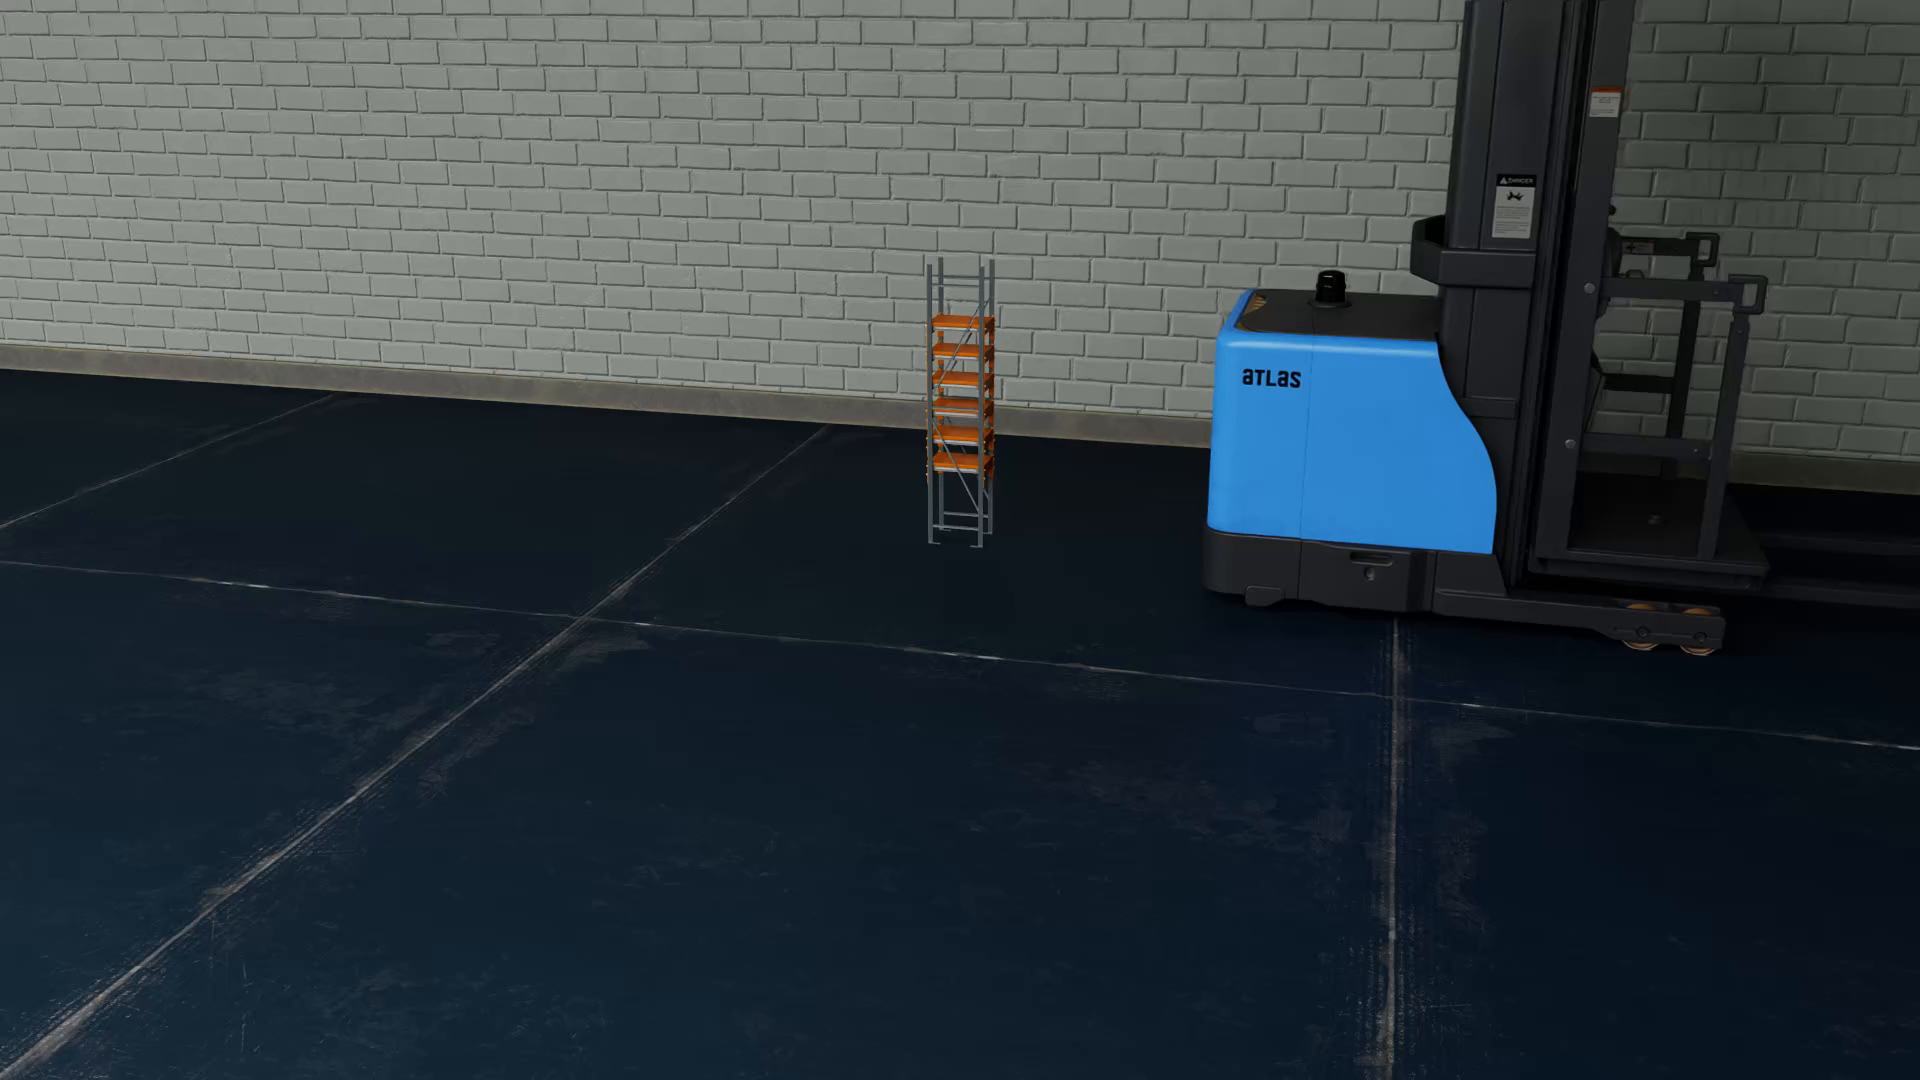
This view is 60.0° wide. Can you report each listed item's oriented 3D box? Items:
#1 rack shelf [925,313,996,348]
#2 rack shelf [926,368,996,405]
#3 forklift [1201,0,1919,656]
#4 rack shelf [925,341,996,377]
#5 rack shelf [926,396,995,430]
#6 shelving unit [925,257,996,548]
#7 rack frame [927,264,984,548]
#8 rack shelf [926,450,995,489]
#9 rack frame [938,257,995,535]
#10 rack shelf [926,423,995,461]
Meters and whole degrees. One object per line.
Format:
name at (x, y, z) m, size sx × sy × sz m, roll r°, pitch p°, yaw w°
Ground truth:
rack shelf at (0.004, -0.871, 6.905) m, size 0.258 × 0.103 × 0.180 m, roll 5°, pitch 19°, yaw 13°
rack shelf at (0.004, -0.644, 6.982) m, size 0.258 × 0.103 × 0.180 m, roll 5°, pitch 19°, yaw 13°
forklift at (2.511, -1.162, 6.056) m, size 3.031 × 2.935 × 1.130 m, roll 5°, pitch 19°, yaw 14°
rack shelf at (0.004, -0.757, 6.944) m, size 0.258 × 0.103 × 0.180 m, roll 5°, pitch 19°, yaw 13°
rack shelf at (0.004, -0.530, 7.021) m, size 0.258 × 0.103 × 0.180 m, roll 5°, pitch 19°, yaw 13°
shelving unit at (0.004, -0.572, 7.007) m, size 0.258 × 1.200 × 0.189 m, roll 5°, pitch 19°, yaw 13°
rack frame at (-0.019, -0.544, 6.923) m, size 0.240 × 1.200 × 0.006 m, roll 5°, pitch 19°, yaw 13°
rack shelf at (0.004, -0.303, 7.099) m, size 0.258 × 0.103 × 0.180 m, roll 5°, pitch 19°, yaw 13°
rack frame at (0.026, -0.601, 7.091) m, size 0.240 × 1.200 × 0.006 m, roll 5°, pitch 19°, yaw 13°
rack shelf at (0.004, -0.417, 7.060) m, size 0.258 × 0.103 × 0.180 m, roll 5°, pitch 19°, yaw 13°
